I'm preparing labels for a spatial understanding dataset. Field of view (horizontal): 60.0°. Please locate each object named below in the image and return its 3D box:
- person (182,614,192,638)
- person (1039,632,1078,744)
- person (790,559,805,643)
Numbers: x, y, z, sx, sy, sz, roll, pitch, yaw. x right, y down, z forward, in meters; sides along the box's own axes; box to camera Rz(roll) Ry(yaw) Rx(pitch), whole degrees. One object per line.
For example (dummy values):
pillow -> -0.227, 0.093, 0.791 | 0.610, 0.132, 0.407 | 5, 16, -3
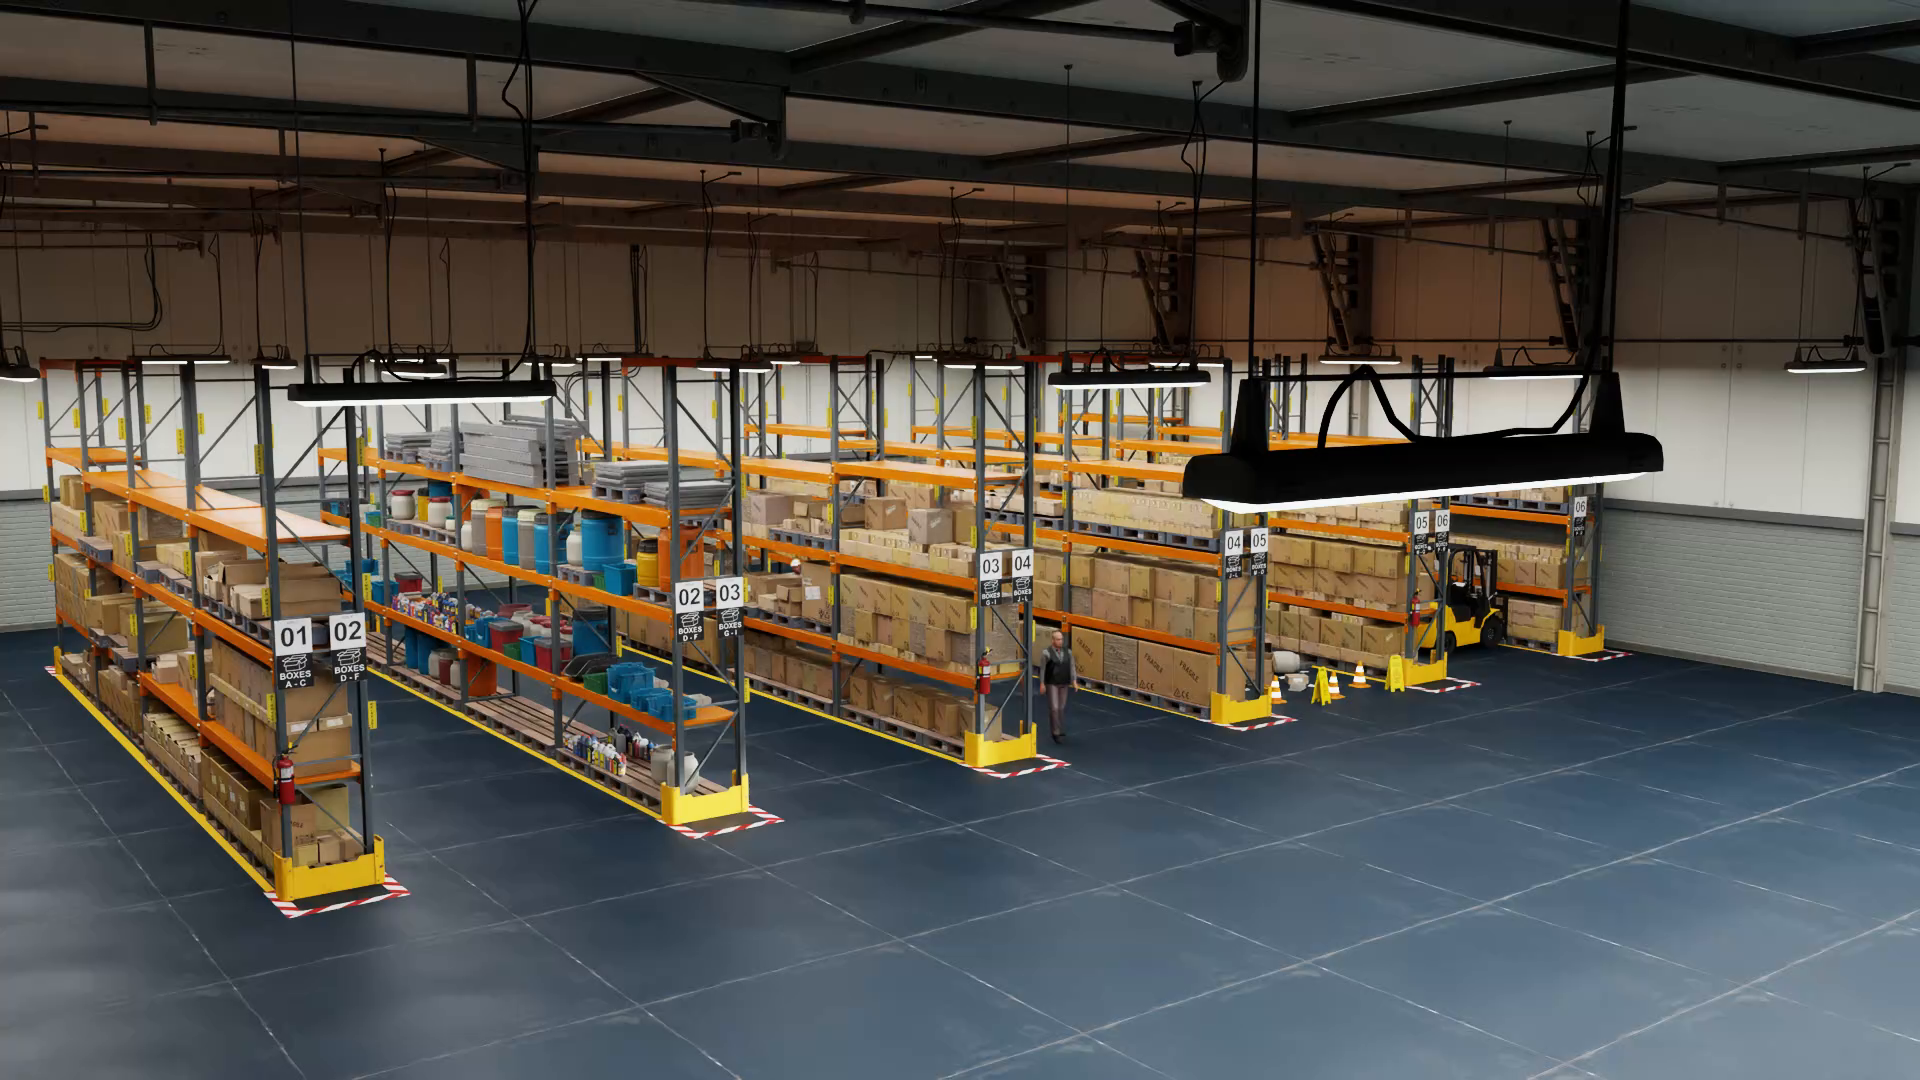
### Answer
person -> -15.357, 1.591, 32.605 | 0.659, 1.684, 0.644 | -4, 8, -28
person -> 1.570, 2.324, 26.402 | 0.591, 1.748, 0.632 | -3, 7, -21
person -> -3.378, 1.258, 35.002 | 0.552, 1.706, 1.081 | -6, 9, -41
